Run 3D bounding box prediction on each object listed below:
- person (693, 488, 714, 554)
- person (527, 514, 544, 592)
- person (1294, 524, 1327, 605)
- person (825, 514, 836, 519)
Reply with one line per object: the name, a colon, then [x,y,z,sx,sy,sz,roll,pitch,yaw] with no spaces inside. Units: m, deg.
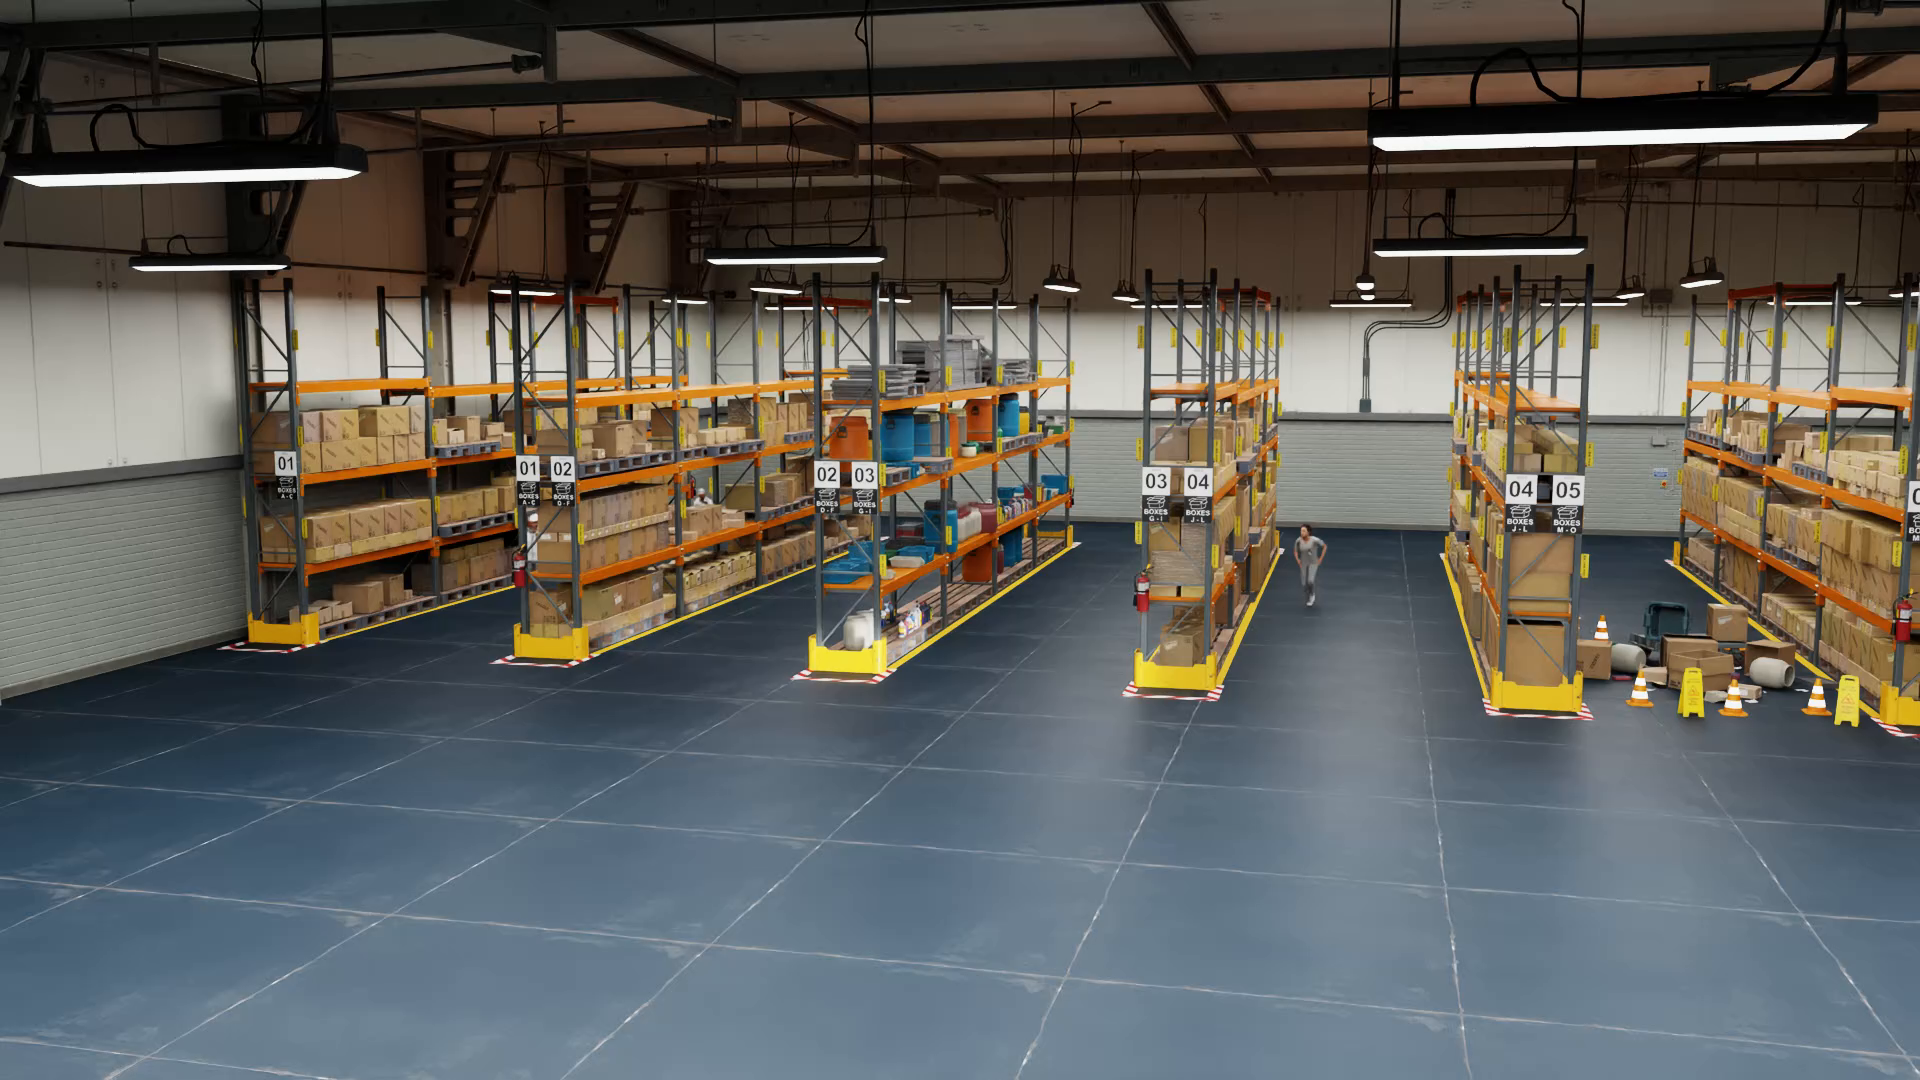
person: [-5.885,-0.409,38.341,0.484,1.617,0.838,1,7,12]
person: [-7.963,0.415,31.091,0.559,1.778,0.718,-1,7,-11]
person: [6.612,0.470,31.361,0.612,1.574,0.679,3,7,23]
person: [-3.449,-1.250,44.784,0.581,1.750,0.940,-5,9,-38]
